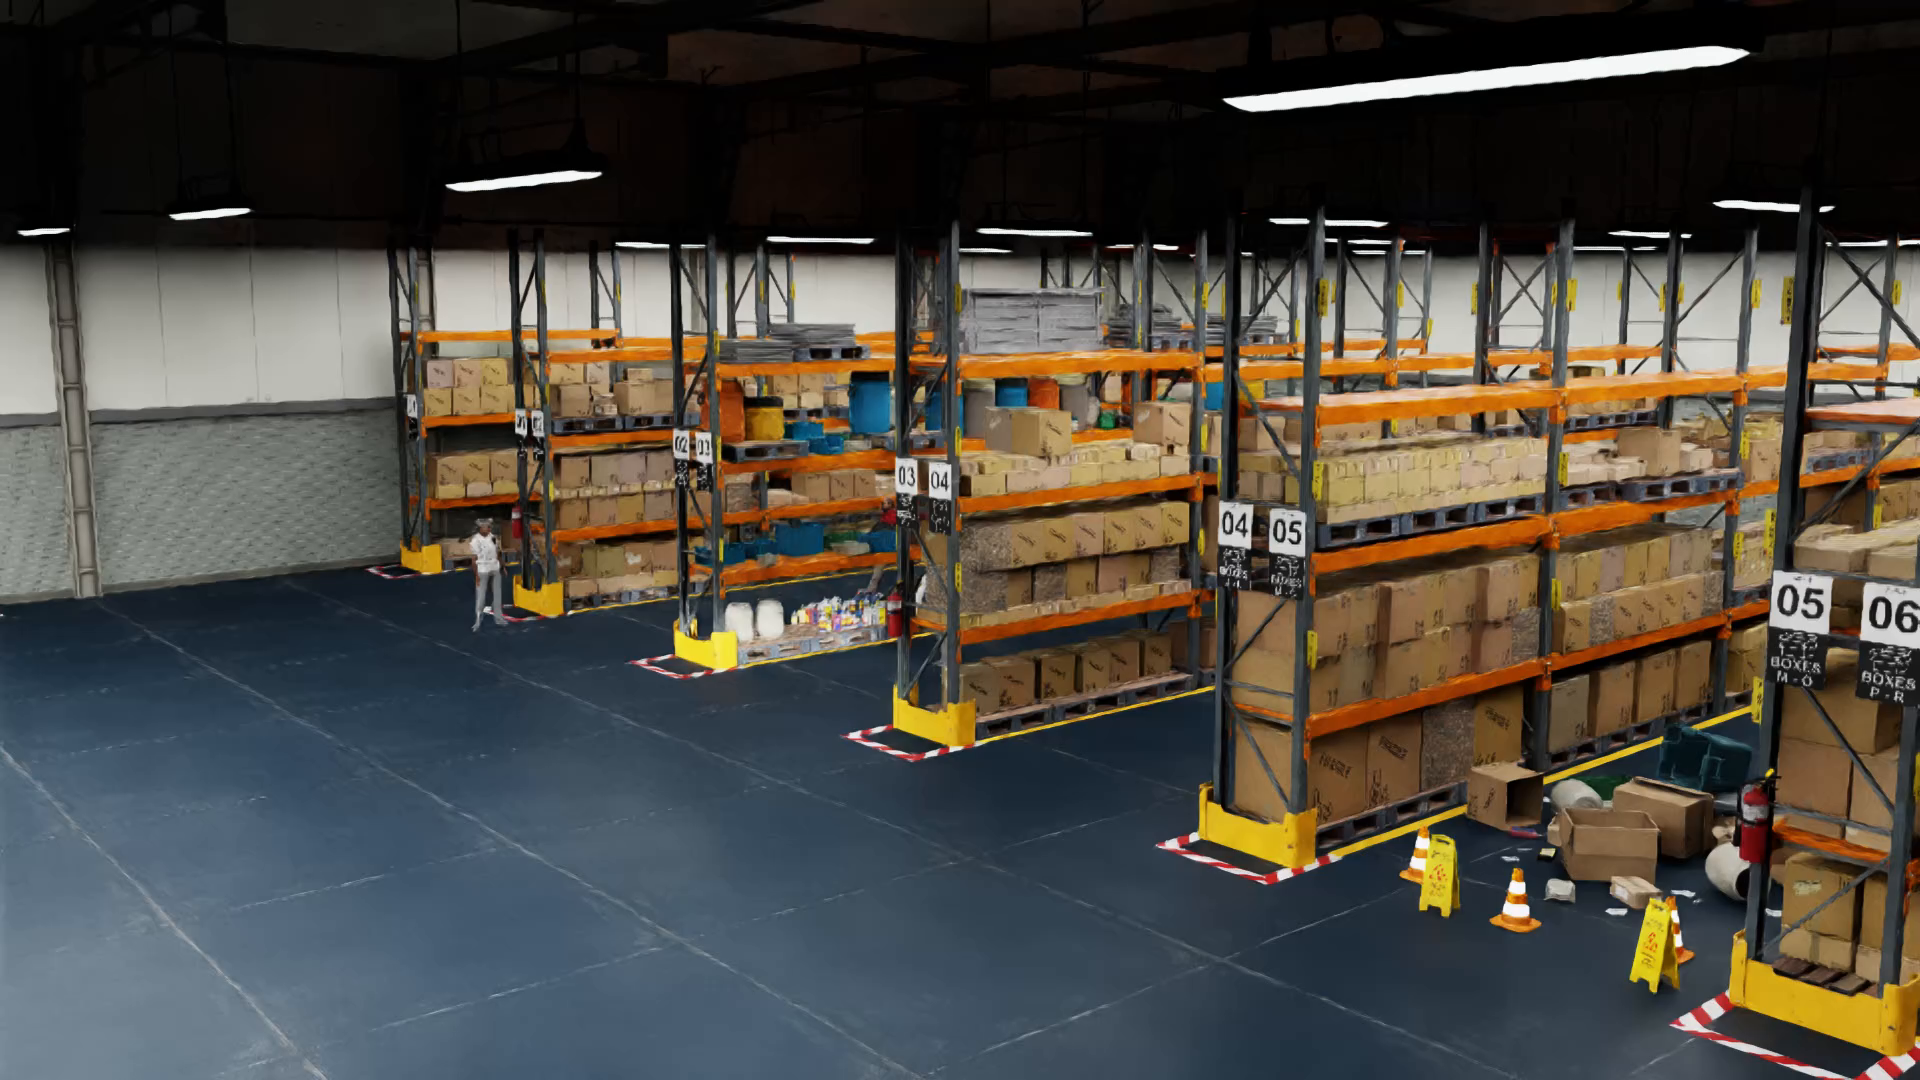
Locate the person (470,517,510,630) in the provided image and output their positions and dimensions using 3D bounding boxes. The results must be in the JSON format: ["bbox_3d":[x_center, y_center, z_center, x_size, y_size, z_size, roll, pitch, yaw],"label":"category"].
[{"bbox_3d":[-7.114,0.488,25.005,0.367,1.688,0.562,8,12,41],"label":"person"}]

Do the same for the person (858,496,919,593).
[{"bbox_3d":[-1.166,0.097,27.607,1.040,1.658,0.533,-5,10,-31],"label":"person"}]

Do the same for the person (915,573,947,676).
[{"bbox_3d":[-0.247,0.964,22.208,0.638,1.603,0.814,6,10,33],"label":"person"}]
